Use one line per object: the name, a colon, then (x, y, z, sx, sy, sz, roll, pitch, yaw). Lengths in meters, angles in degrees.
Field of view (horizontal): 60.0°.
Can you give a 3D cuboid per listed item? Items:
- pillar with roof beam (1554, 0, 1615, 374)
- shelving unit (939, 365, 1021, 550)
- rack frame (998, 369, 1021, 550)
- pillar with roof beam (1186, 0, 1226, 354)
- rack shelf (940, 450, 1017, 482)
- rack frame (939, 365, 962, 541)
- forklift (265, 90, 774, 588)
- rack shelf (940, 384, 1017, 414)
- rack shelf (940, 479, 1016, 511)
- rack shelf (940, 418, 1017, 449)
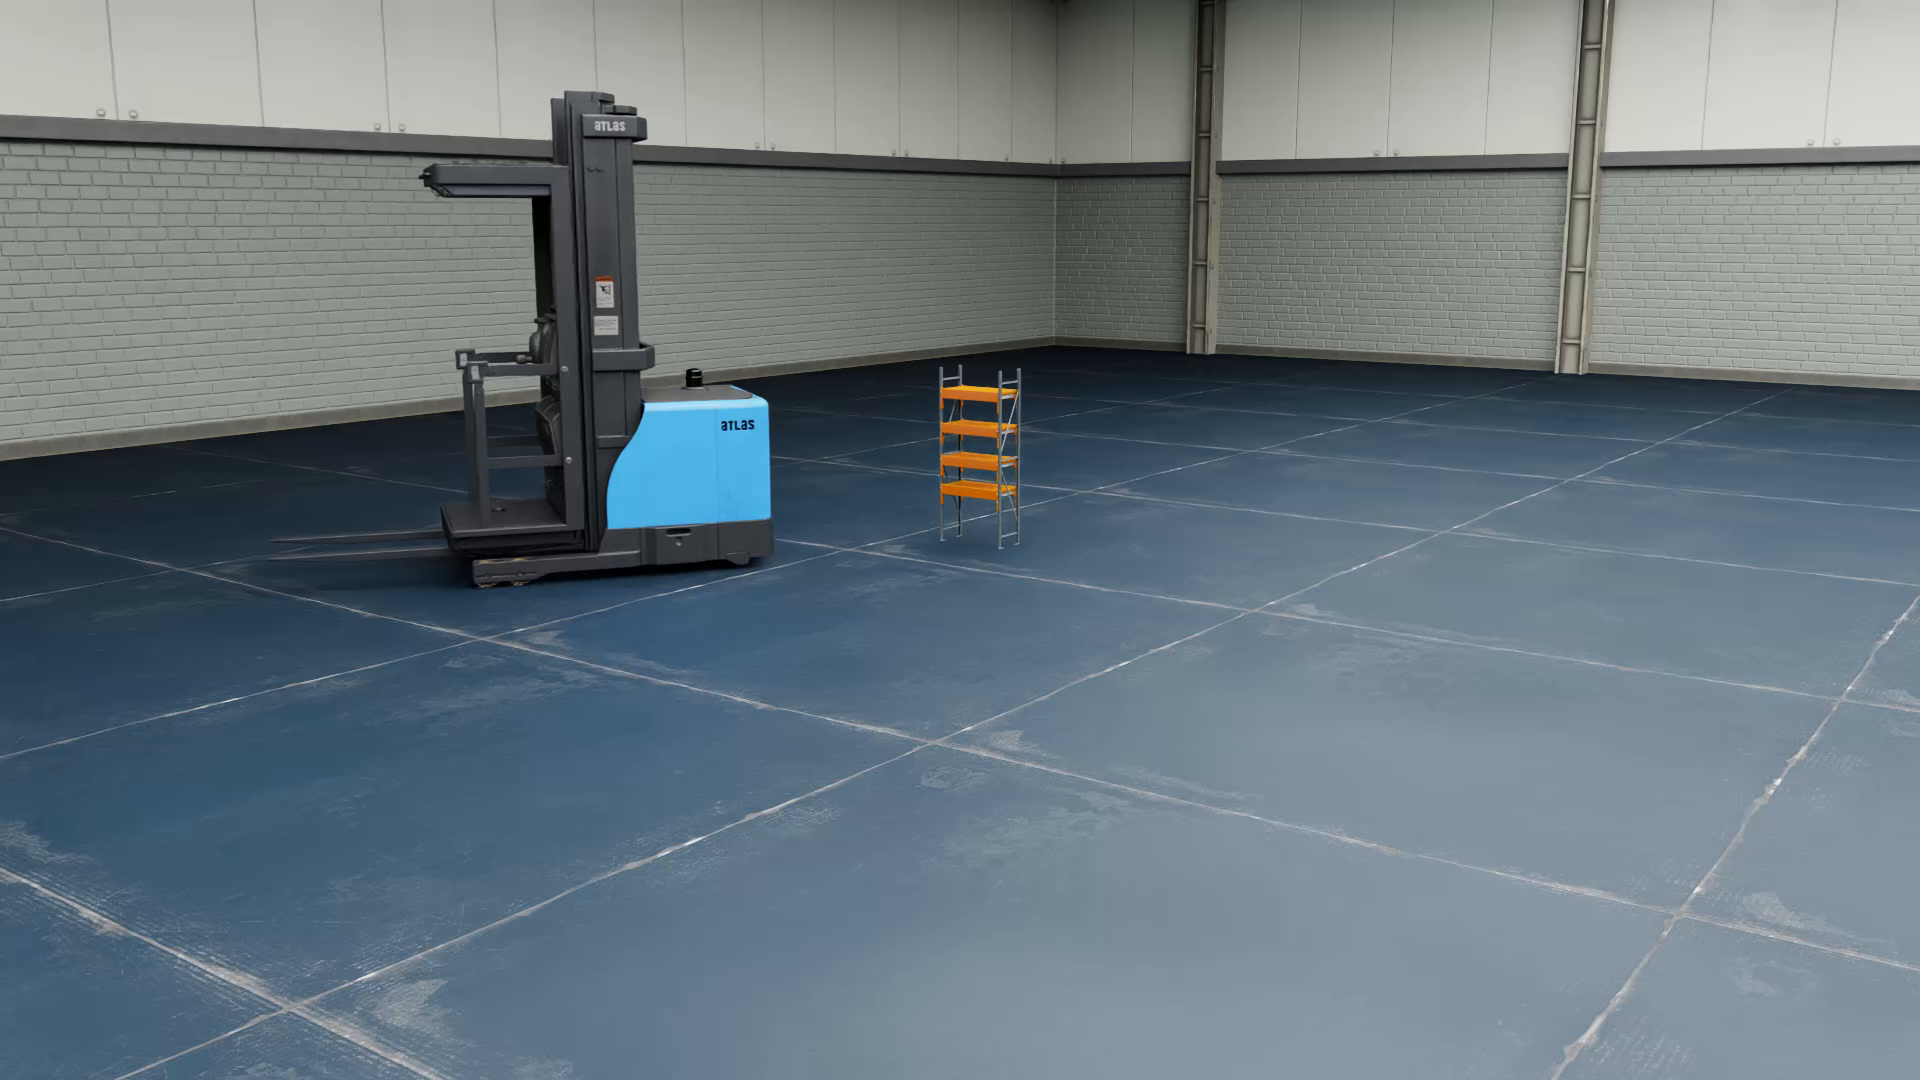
pillar with roof beam: (6.272, -6.170, 19.732, 0.400, 9.000, 9.100, 8, 13, 36)
shelving unit: (0.133, -0.570, 11.320, 0.503, 1.200, 0.258, 8, 13, 36)
rack frame: (0.330, -0.543, 11.178, 0.015, 1.200, 0.240, 8, 13, 36)
pillar with roof beam: (1.436, -6.845, 23.219, 0.400, 9.000, 9.100, 8, 13, 36)
rack shelf: (0.133, -0.504, 11.332, 0.480, 0.148, 0.258, 8, 13, 36)
rack frame: (-0.063, -0.598, 11.461, 0.015, 1.200, 0.240, 8, 13, 36)
forklift: (-2.771, -1.263, 10.339, 3.031, 2.935, 1.130, -4, 12, -20)
rack shelf: (0.133, -0.956, 11.245, 0.480, 0.148, 0.258, 8, 13, 36)
rack shelf: (0.133, -0.309, 11.370, 0.480, 0.148, 0.258, 8, 13, 36)
rack shelf: (0.133, -0.724, 11.290, 0.480, 0.148, 0.258, 8, 13, 36)
